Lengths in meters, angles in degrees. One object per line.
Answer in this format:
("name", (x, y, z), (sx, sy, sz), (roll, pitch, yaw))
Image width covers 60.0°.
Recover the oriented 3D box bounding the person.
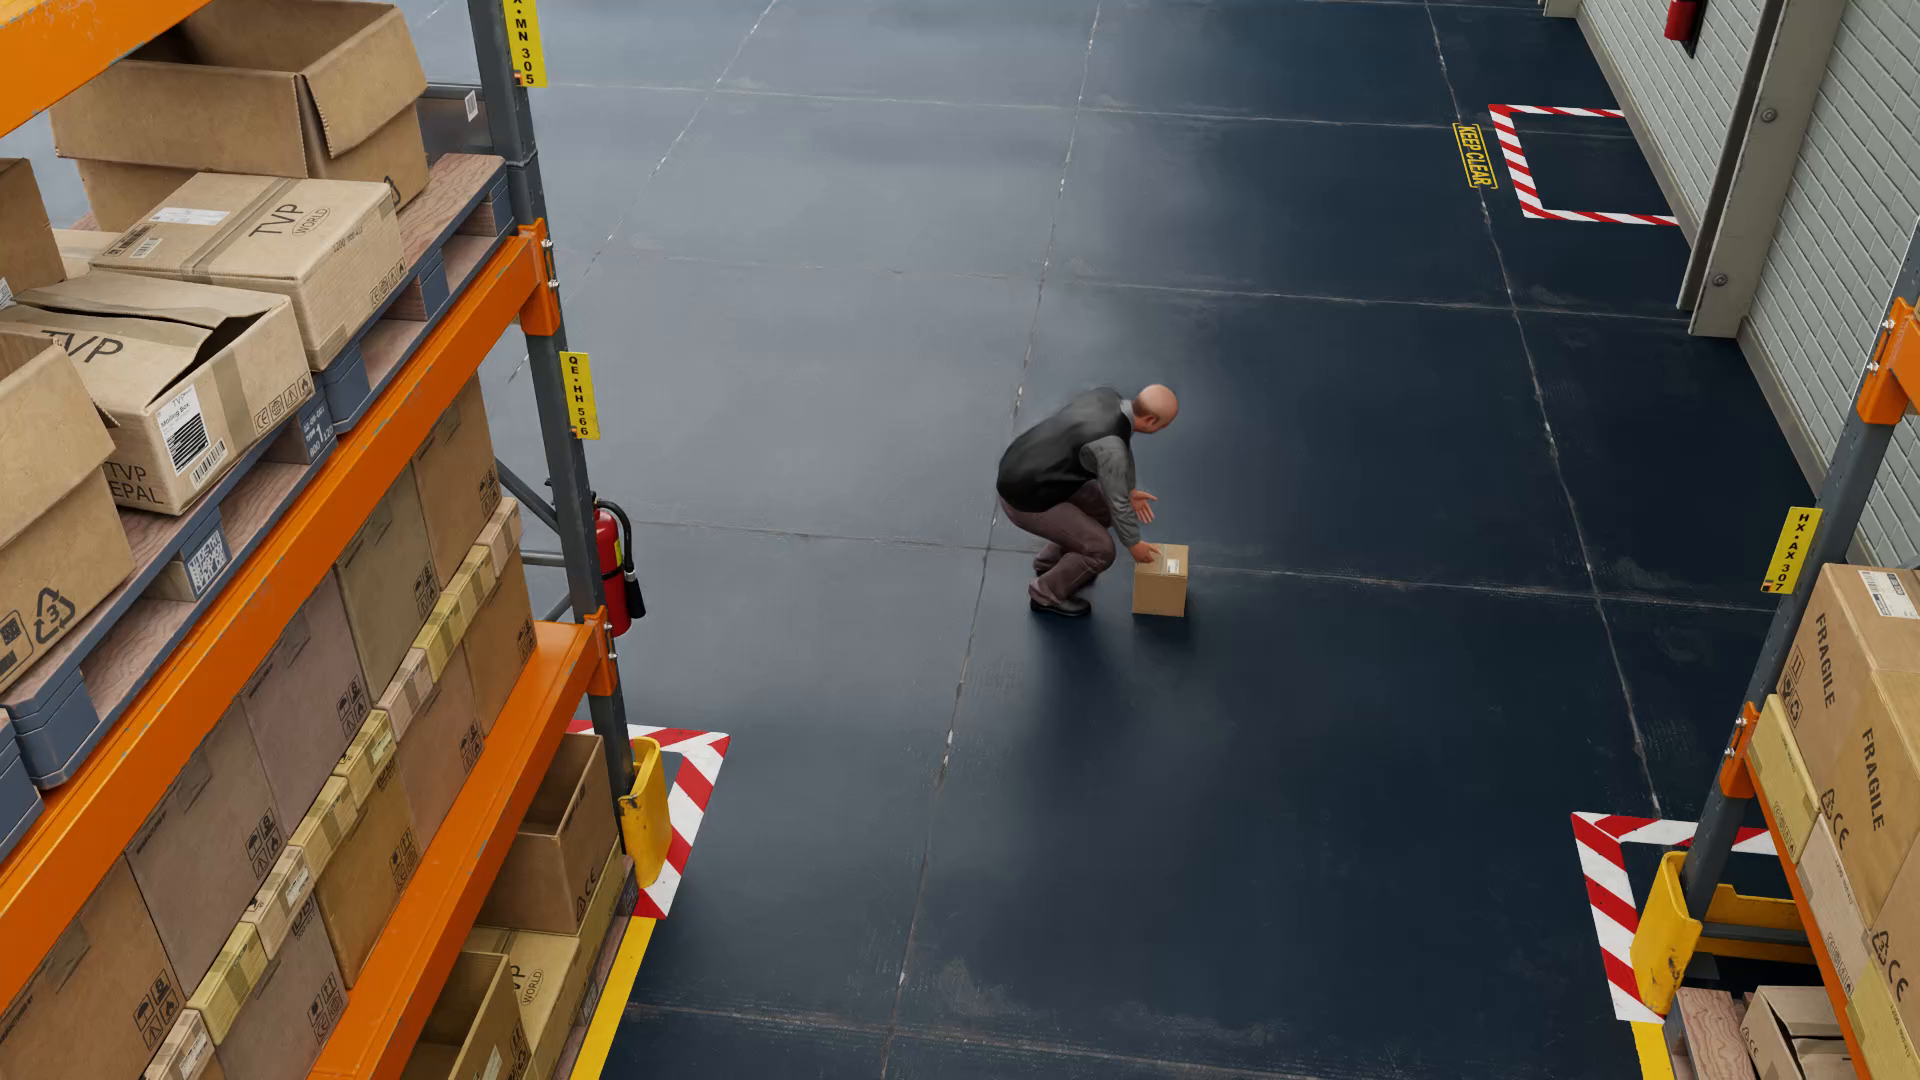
("person", (0.586, -0.195, 7.883), (0.815, 1.079, 0.573), (4, 36, 6))
